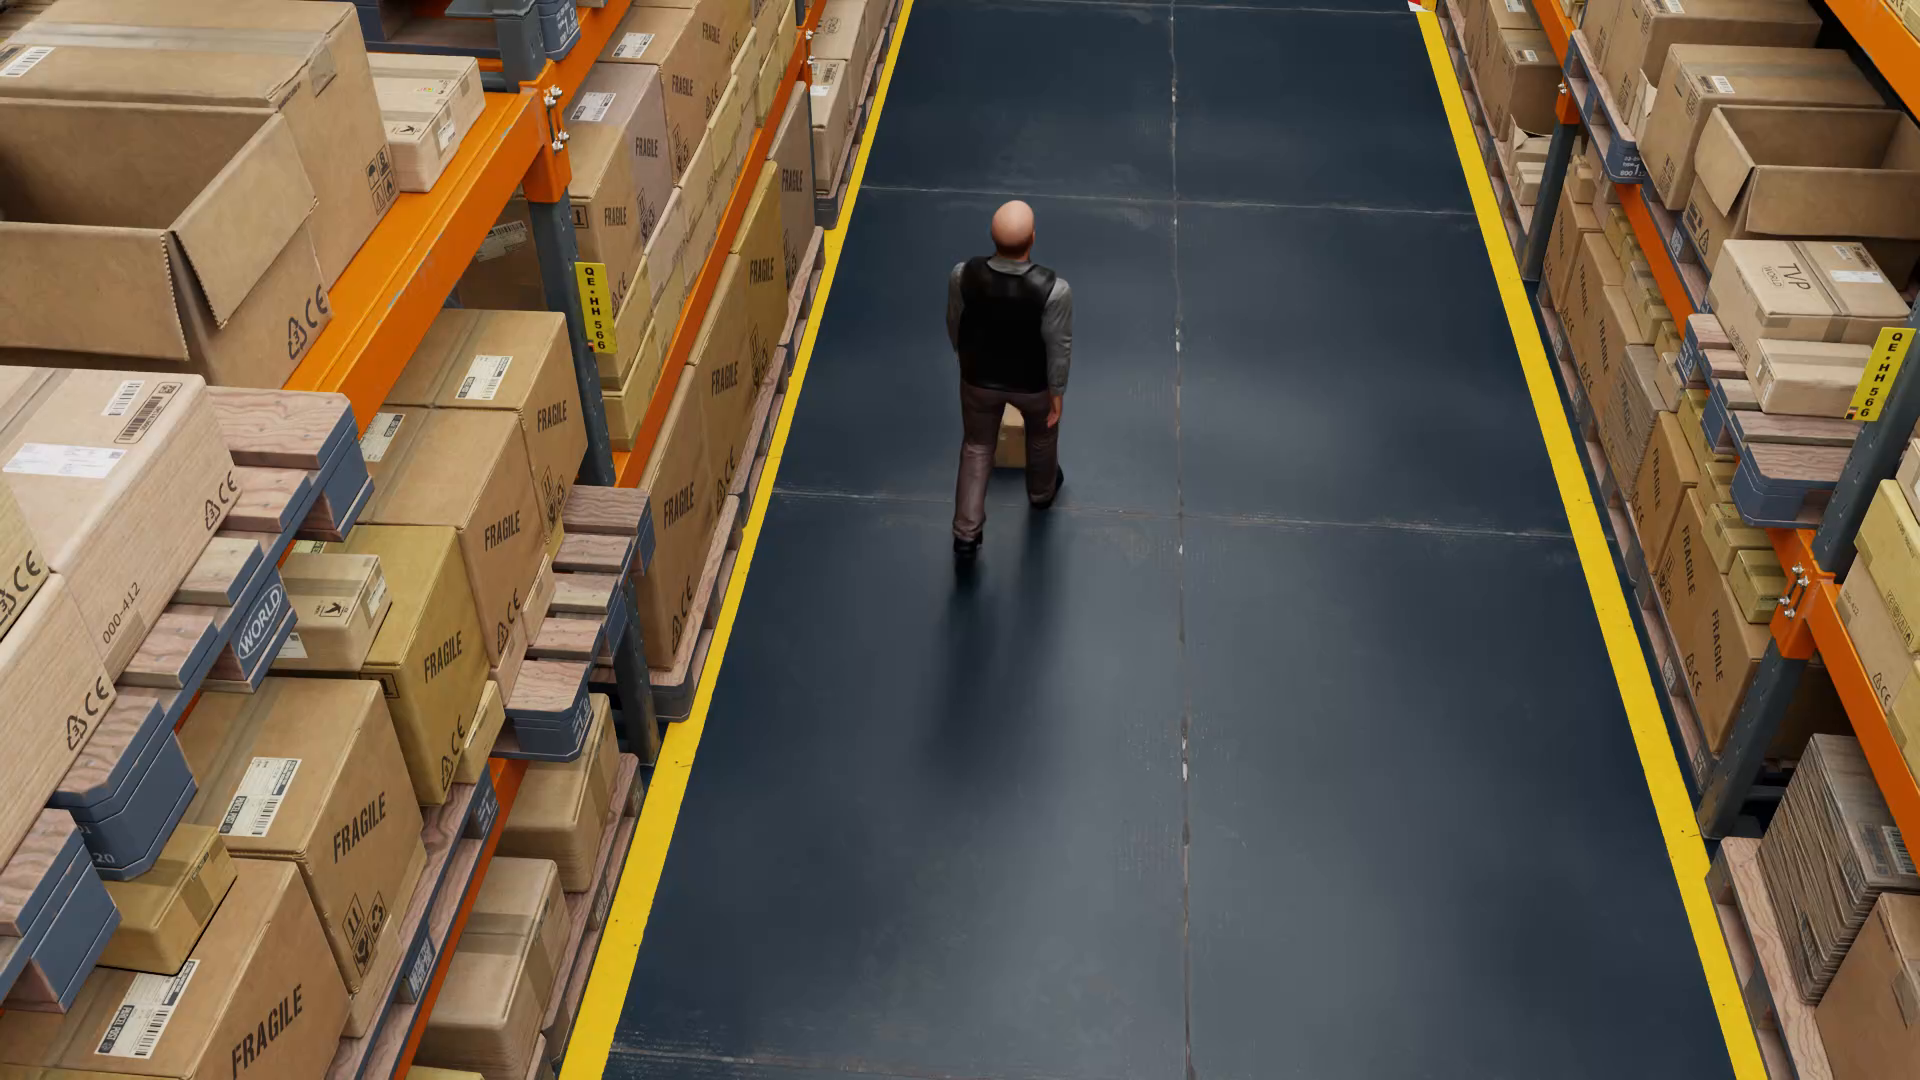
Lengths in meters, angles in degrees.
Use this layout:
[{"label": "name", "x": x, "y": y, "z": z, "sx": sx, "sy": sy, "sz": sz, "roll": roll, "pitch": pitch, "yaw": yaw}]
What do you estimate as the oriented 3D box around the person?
[{"label": "person", "x": 0.216, "y": -0.723, "z": 7.052, "sx": 0.541, "sy": 1.693, "sz": 0.851, "roll": 7, "pitch": 40, "yaw": 9}]
